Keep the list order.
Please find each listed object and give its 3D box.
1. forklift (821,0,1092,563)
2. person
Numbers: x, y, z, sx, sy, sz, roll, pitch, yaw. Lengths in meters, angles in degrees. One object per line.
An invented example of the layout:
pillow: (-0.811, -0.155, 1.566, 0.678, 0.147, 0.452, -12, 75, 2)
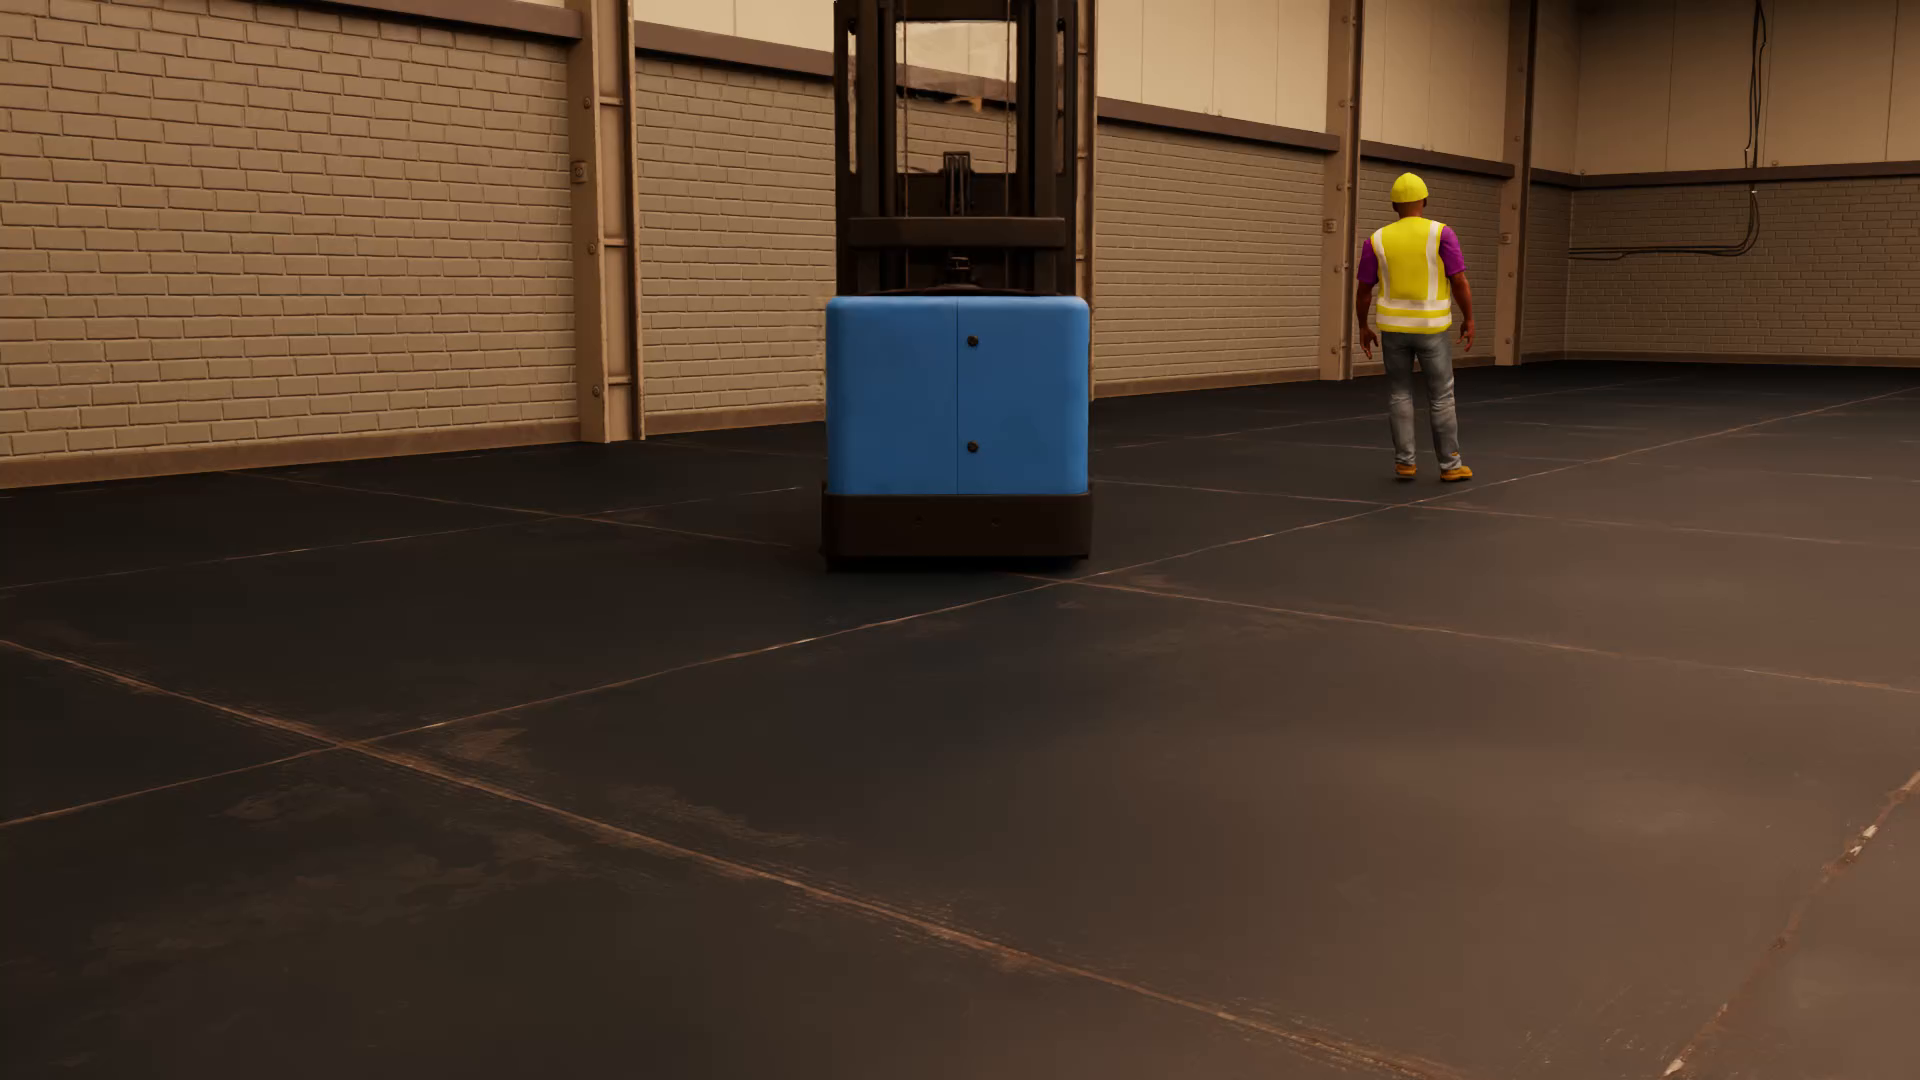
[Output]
forklift: (-0.019, -1.534, 7.766, 1.130, 2.935, 3.031, 0, 8, 0)
person: (2.657, -1.232, 9.680, 0.666, 1.762, 0.590, 4, 9, 26)
